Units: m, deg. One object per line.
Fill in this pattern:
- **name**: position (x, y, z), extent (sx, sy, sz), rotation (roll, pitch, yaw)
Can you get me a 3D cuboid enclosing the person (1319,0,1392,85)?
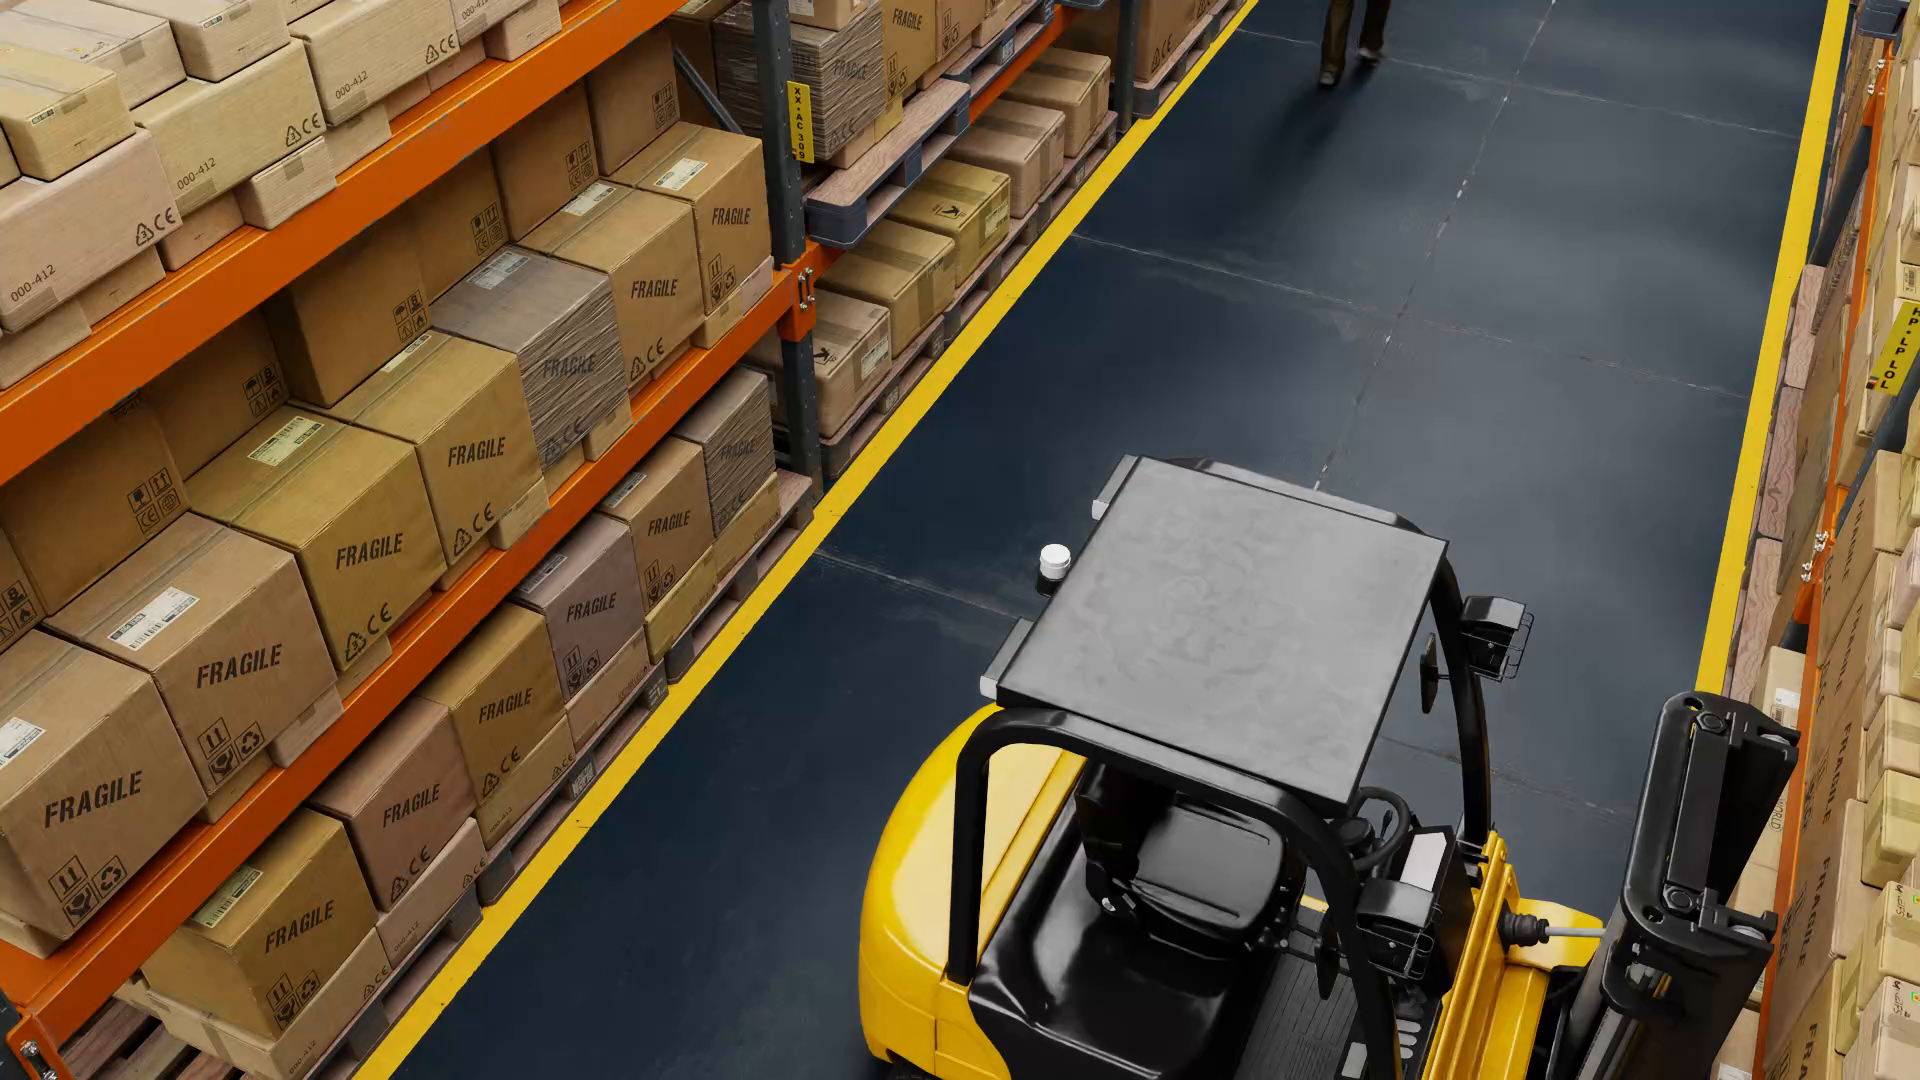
- **person**: position (2.567, -3.777, 10.474), extent (0.624, 1.833, 0.754), rotation (16, 44, 17)
